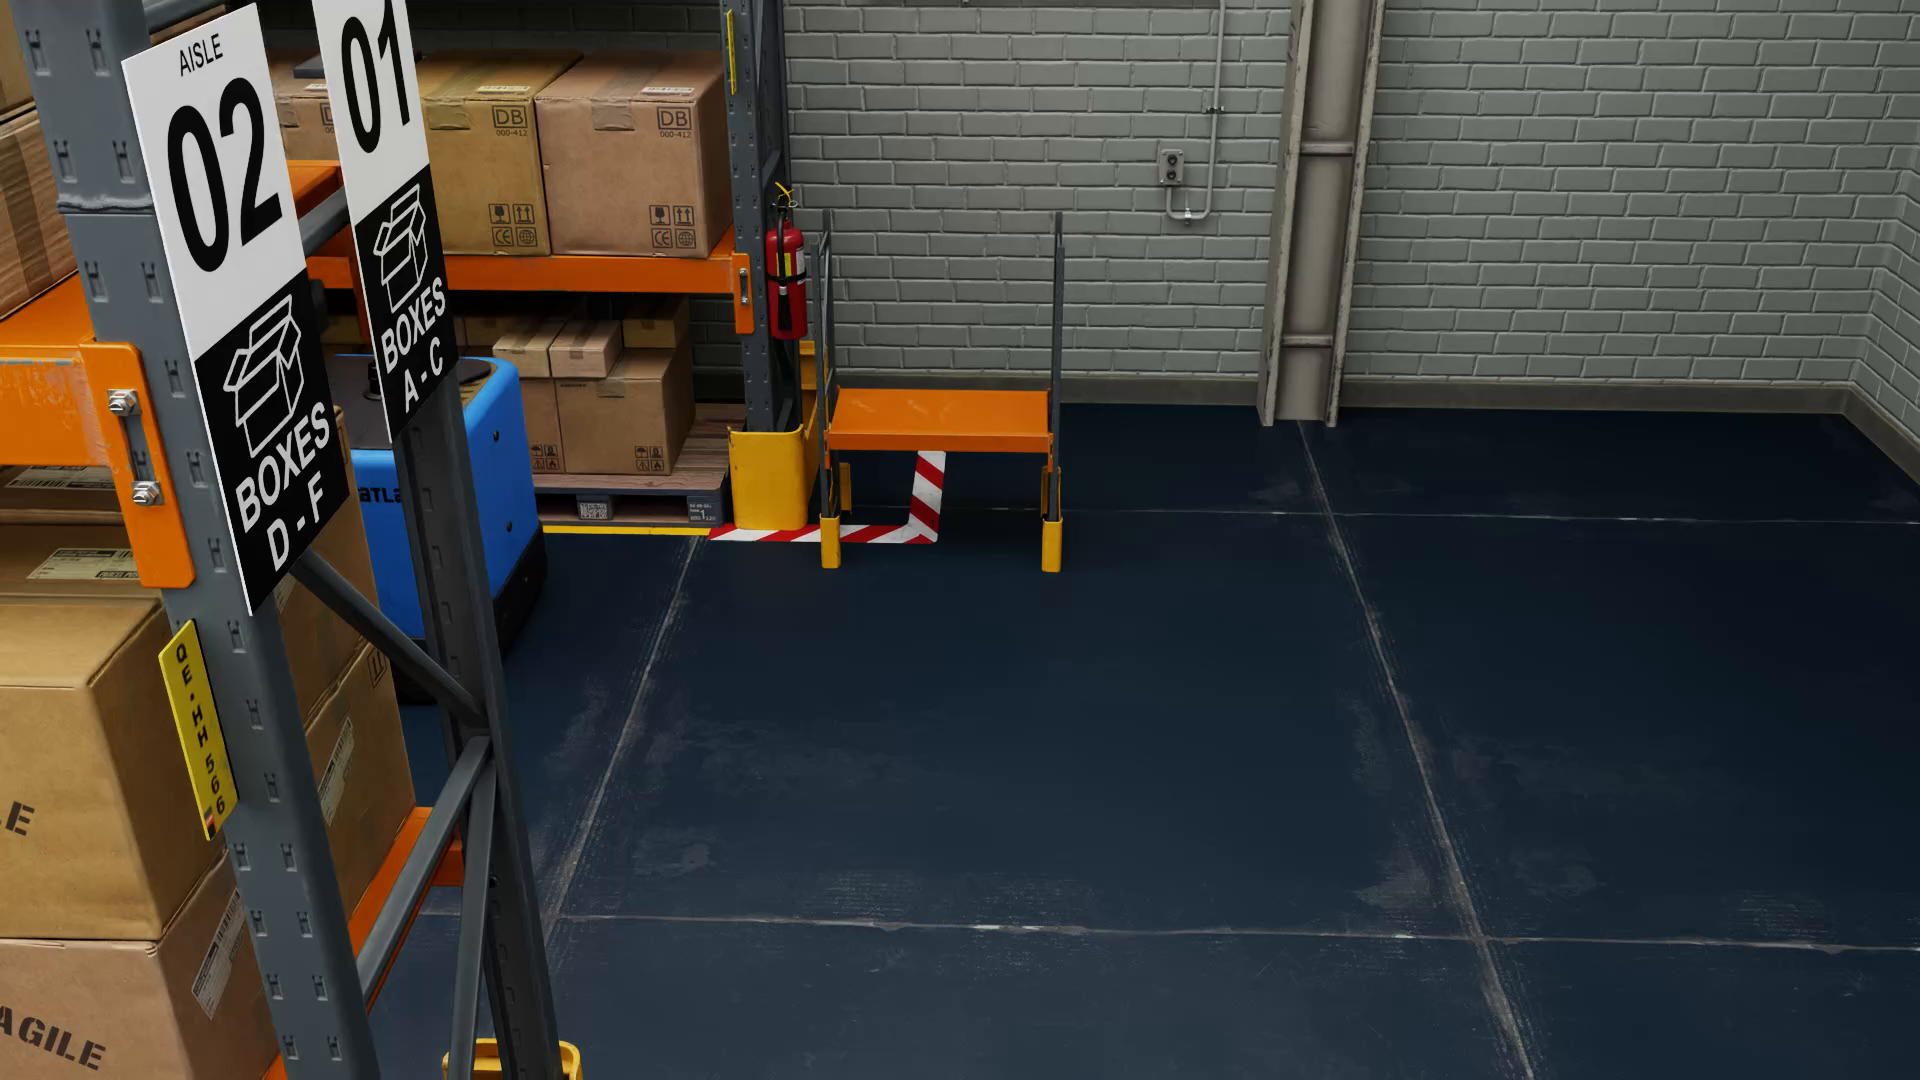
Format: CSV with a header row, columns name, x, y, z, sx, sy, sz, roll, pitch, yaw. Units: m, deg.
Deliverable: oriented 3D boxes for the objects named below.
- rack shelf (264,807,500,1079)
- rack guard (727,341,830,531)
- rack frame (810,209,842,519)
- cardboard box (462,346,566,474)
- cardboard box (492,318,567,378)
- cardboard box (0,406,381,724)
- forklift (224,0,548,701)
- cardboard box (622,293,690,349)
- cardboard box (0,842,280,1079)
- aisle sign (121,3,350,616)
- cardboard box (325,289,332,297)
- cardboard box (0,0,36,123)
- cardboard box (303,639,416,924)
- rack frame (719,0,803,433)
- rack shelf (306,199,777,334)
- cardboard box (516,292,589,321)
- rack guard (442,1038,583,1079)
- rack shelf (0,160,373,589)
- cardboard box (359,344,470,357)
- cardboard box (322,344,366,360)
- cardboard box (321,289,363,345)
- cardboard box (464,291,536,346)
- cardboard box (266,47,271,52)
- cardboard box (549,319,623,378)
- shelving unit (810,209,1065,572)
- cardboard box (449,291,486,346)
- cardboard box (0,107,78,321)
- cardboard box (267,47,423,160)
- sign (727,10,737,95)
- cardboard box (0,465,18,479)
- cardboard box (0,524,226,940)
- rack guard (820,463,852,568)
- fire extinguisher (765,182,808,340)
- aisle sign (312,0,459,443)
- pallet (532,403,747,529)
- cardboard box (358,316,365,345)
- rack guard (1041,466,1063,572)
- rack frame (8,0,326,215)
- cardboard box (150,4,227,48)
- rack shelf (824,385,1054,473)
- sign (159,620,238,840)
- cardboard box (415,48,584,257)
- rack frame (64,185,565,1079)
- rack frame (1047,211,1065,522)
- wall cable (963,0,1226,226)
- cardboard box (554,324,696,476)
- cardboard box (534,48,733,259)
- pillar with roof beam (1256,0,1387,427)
name,x,y,z,sx,sy,sz,roll,pitch,yaw
rack shelf,-3.075,0.958,3.507,4.000,0.370,1.077,1,28,2
rack guard,-0.881,-0.540,8.235,0.348,0.500,1.175,1,28,2
rack frame,-0.593,-0.673,7.417,0.032,1.500,0.500,1,28,2
cardboard box,-2.108,-0.699,8.087,0.500,0.500,0.700,1,28,2
cardboard box,-1.998,-0.898,7.770,0.250,0.149,0.380,2,28,3
cardboard box,-1.510,0.057,3.266,0.500,0.500,0.500,2,28,3
forklift,-3.347,-0.921,6.358,3.031,2.935,1.130,2,28,3
cardboard box,-1.476,-1.069,8.092,0.250,0.149,0.380,1,28,2
cardboard box,-1.533,0.750,3.027,0.500,0.500,0.500,2,28,3
aisle sign,-1.019,-0.330,2.395,0.004,0.787,0.394,1,28,2
cardboard box,-3.254,-1.097,8.146,0.250,0.149,0.380,1,28,2
cardboard box,-1.599,-0.695,2.283,0.500,0.250,0.500,1,28,2
cardboard box,-1.510,0.499,3.500,0.500,0.500,0.500,2,28,3
rack frame,-0.905,-1.645,7.651,0.127,3.000,1.000,1,28,2
rack shelf,-2.904,-1.360,7.882,4.000,0.370,1.077,1,28,2
cardboard box,-1.982,-1.077,8.107,0.250,0.149,0.380,1,28,2
rack guard,-1.152,1.777,3.864,0.348,0.500,1.175,1,28,2
rack shelf,-3.075,-0.367,2.805,4.000,0.370,1.077,1,28,2
cardboard box,-2.611,-0.707,8.102,0.500,0.500,0.700,0,28,0
cardboard box,-3.144,-0.713,8.112,0.500,0.500,0.700,2,28,3
cardboard box,-2.996,-1.094,8.138,0.250,0.149,0.380,0,28,1
cardboard box,-2.233,-1.081,8.115,0.250,0.149,0.380,1,28,2
cardboard box,-3.632,-1.812,7.646,0.700,0.700,0.980,0,28,0
cardboard box,-1.743,-0.894,7.762,0.250,0.149,0.380,1,28,1
shelving unit,-0.076,-0.664,7.401,1.083,1.500,0.587,1,28,2
cardboard box,-2.487,-1.085,8.123,0.250,0.149,0.380,1,28,3
cardboard box,-1.599,-0.470,2.392,0.500,0.250,0.500,1,28,2
cardboard box,-2.904,-1.805,7.632,0.700,0.700,0.980,0,28,-1
sign,-0.938,-2.008,6.845,0.005,0.325,0.100,1,28,2
cardboard box,-2.033,0.052,3.275,0.500,0.500,0.500,1,28,2
cardboard box,-1.531,0.309,2.790,0.500,0.500,0.500,1,28,1
rack guard,-0.574,-0.120,7.709,0.087,0.250,0.587,1,28,2
fire extinguisher,-0.771,-1.228,7.344,0.183,0.674,0.296,1,28,2
aisle sign,-0.998,-0.611,2.925,0.004,0.787,0.394,1,28,2
pallet,-1.707,-0.390,8.260,1.213,0.211,1.003,1,28,2
cardboard box,-2.743,-1.089,8.130,0.250,0.149,0.380,1,28,2
rack guard,0.422,-0.103,7.678,0.087,0.250,0.587,1,28,2
rack frame,-1.076,-1.977,1.871,0.127,3.000,1.000,1,28,2
cardboard box,-1.580,-0.937,2.738,0.500,0.250,0.500,1,28,2
rack shelf,-0.085,-0.505,7.486,1.000,0.185,0.538,1,28,2
sign,-1.116,0.282,2.442,0.005,0.325,0.100,1,28,2
cardboard box,-2.143,-1.788,7.600,0.700,0.700,0.980,1,28,1
rack frame,-1.076,0.674,3.277,0.127,3.000,1.000,1,28,2
rack frame,0.423,-0.656,7.386,0.032,1.500,0.500,1,28,2
wall cable,0.408,-2.516,8.208,1.851,1.984,0.084,1,28,2
cardboard box,-1.608,-0.691,8.071,0.500,0.500,0.700,1,28,2
cardboard box,-1.415,-1.781,7.587,0.700,0.700,0.980,2,28,4
pillar with roof beam,1.672,-2.641,3.124,0.400,9.000,9.100,1,28,2
